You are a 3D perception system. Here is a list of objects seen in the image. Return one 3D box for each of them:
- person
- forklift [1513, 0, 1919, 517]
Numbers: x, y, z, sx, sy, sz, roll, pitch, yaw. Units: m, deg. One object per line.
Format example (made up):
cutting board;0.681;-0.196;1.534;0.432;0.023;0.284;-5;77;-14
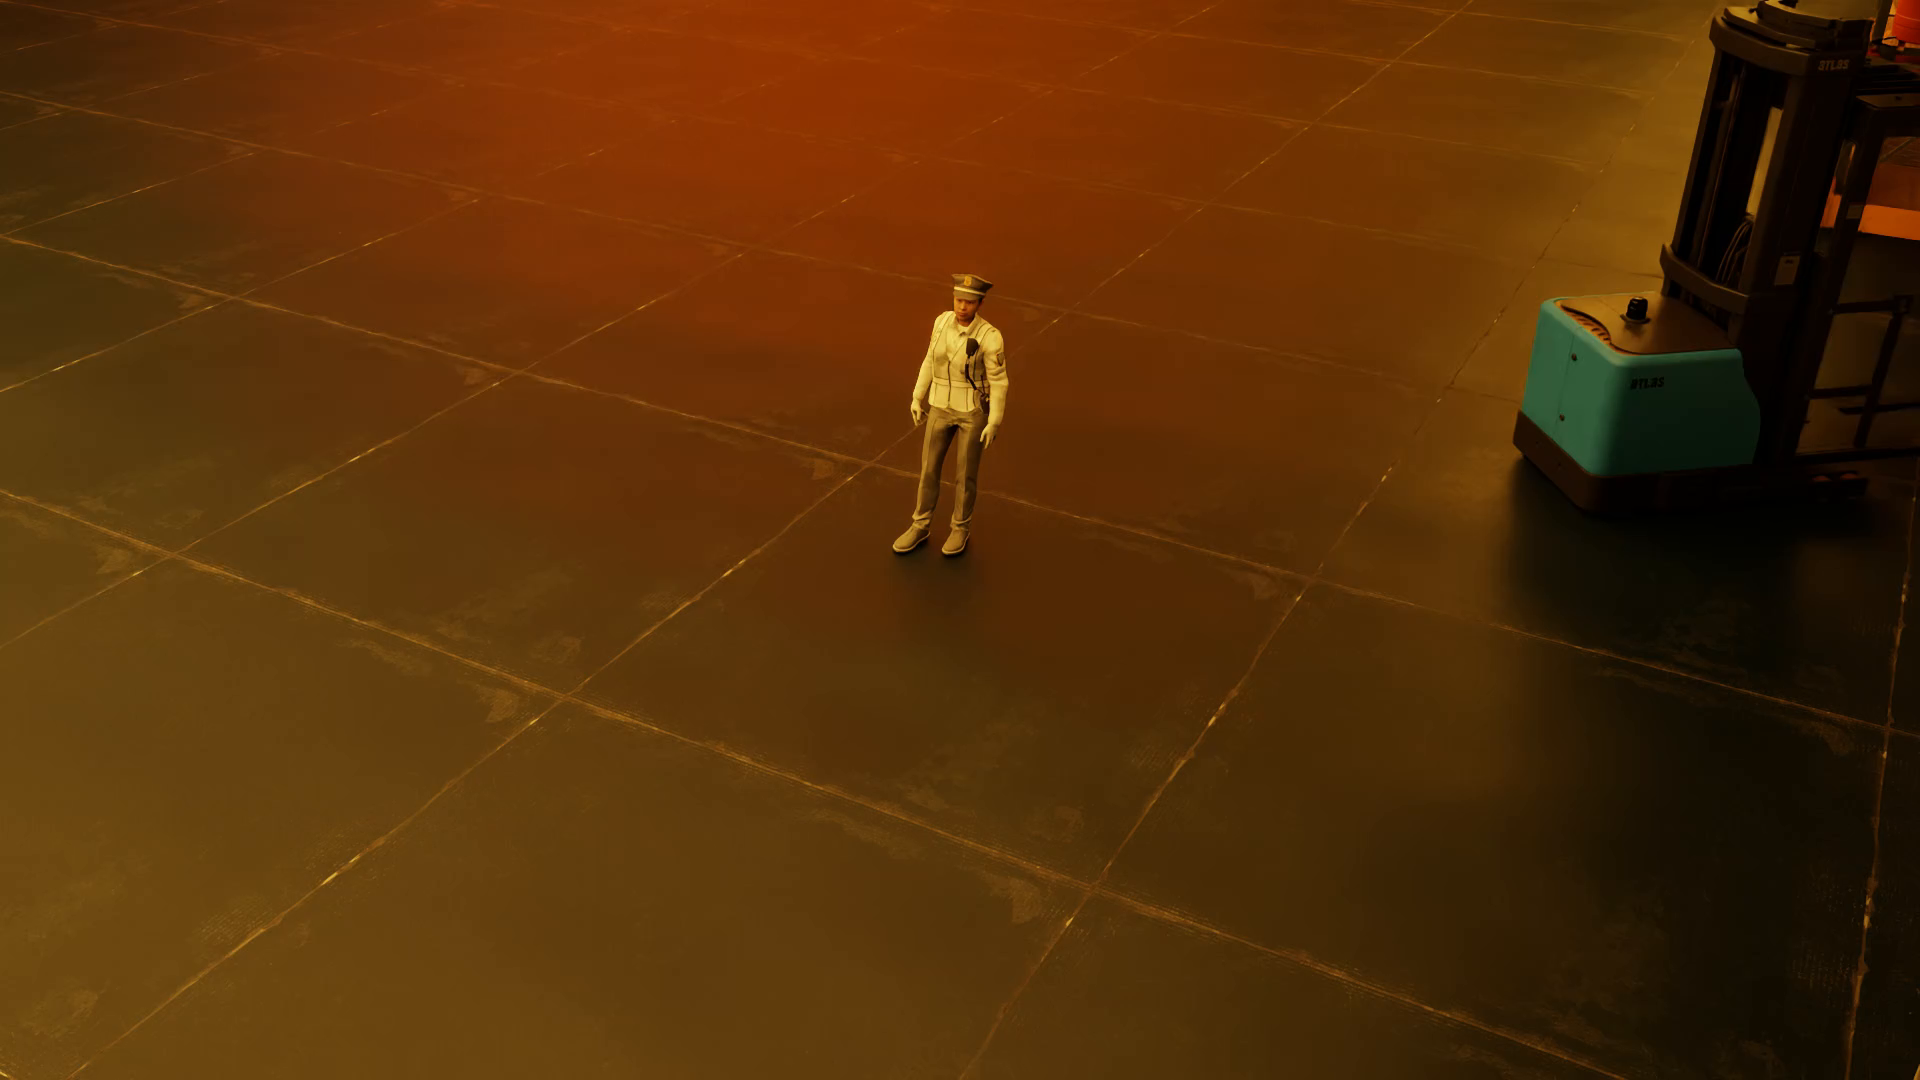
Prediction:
person;-0.039;-0.712;9.526;0.587;1.694;0.530;15;33;25
forklift;5.212;-1.758;10.117;3.031;2.935;1.130;-5;30;-9
